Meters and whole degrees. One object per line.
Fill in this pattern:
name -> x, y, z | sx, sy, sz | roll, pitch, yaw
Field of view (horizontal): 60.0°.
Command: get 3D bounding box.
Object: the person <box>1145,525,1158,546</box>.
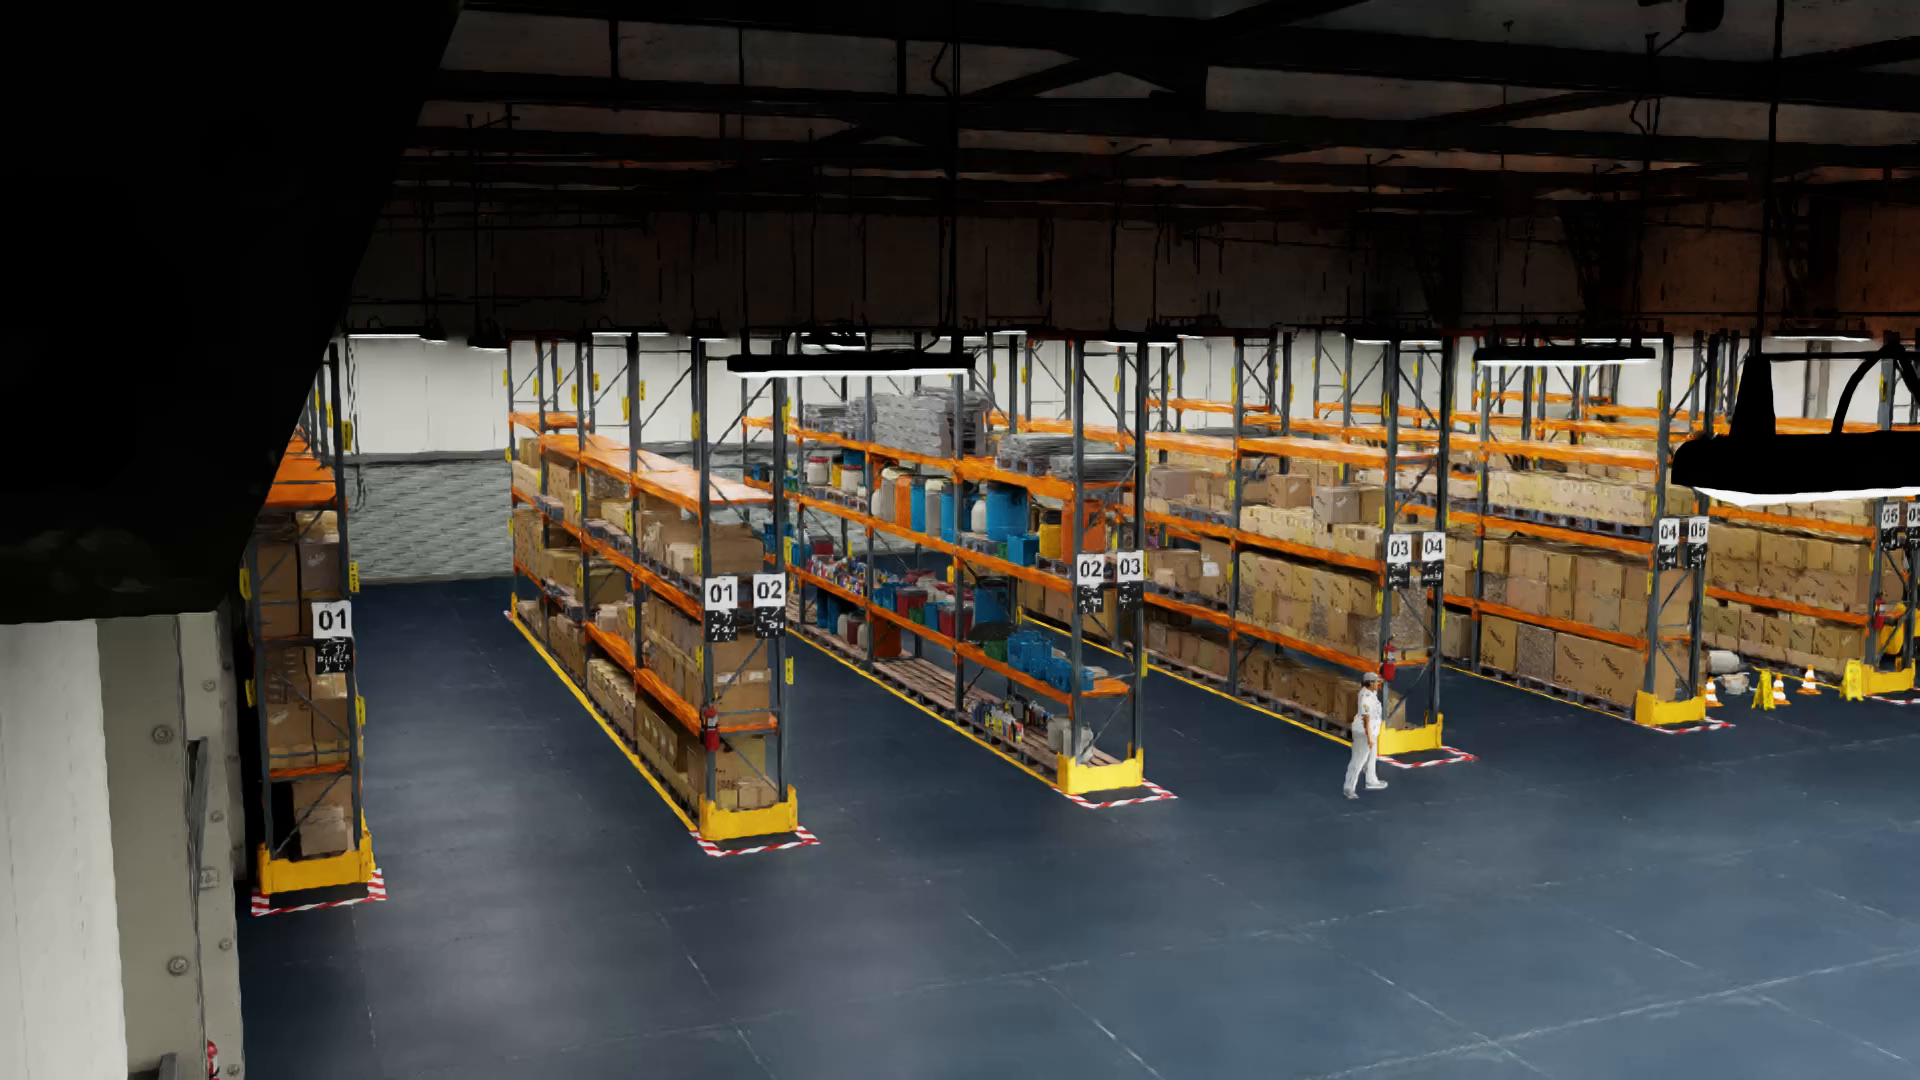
person -> 4.373, 0.406, 37.966 | 0.417, 1.517, 1.036 | -3, 8, -20

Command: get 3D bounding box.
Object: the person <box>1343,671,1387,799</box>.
person -> 5.365, 2.533, 21.920 | 0.564, 1.655, 0.734 | 2, 8, 15

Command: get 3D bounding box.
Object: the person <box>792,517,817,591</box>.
person -> -3.612, 0.301, 38.196 | 0.524, 1.672, 0.687 | 1, 8, 10
